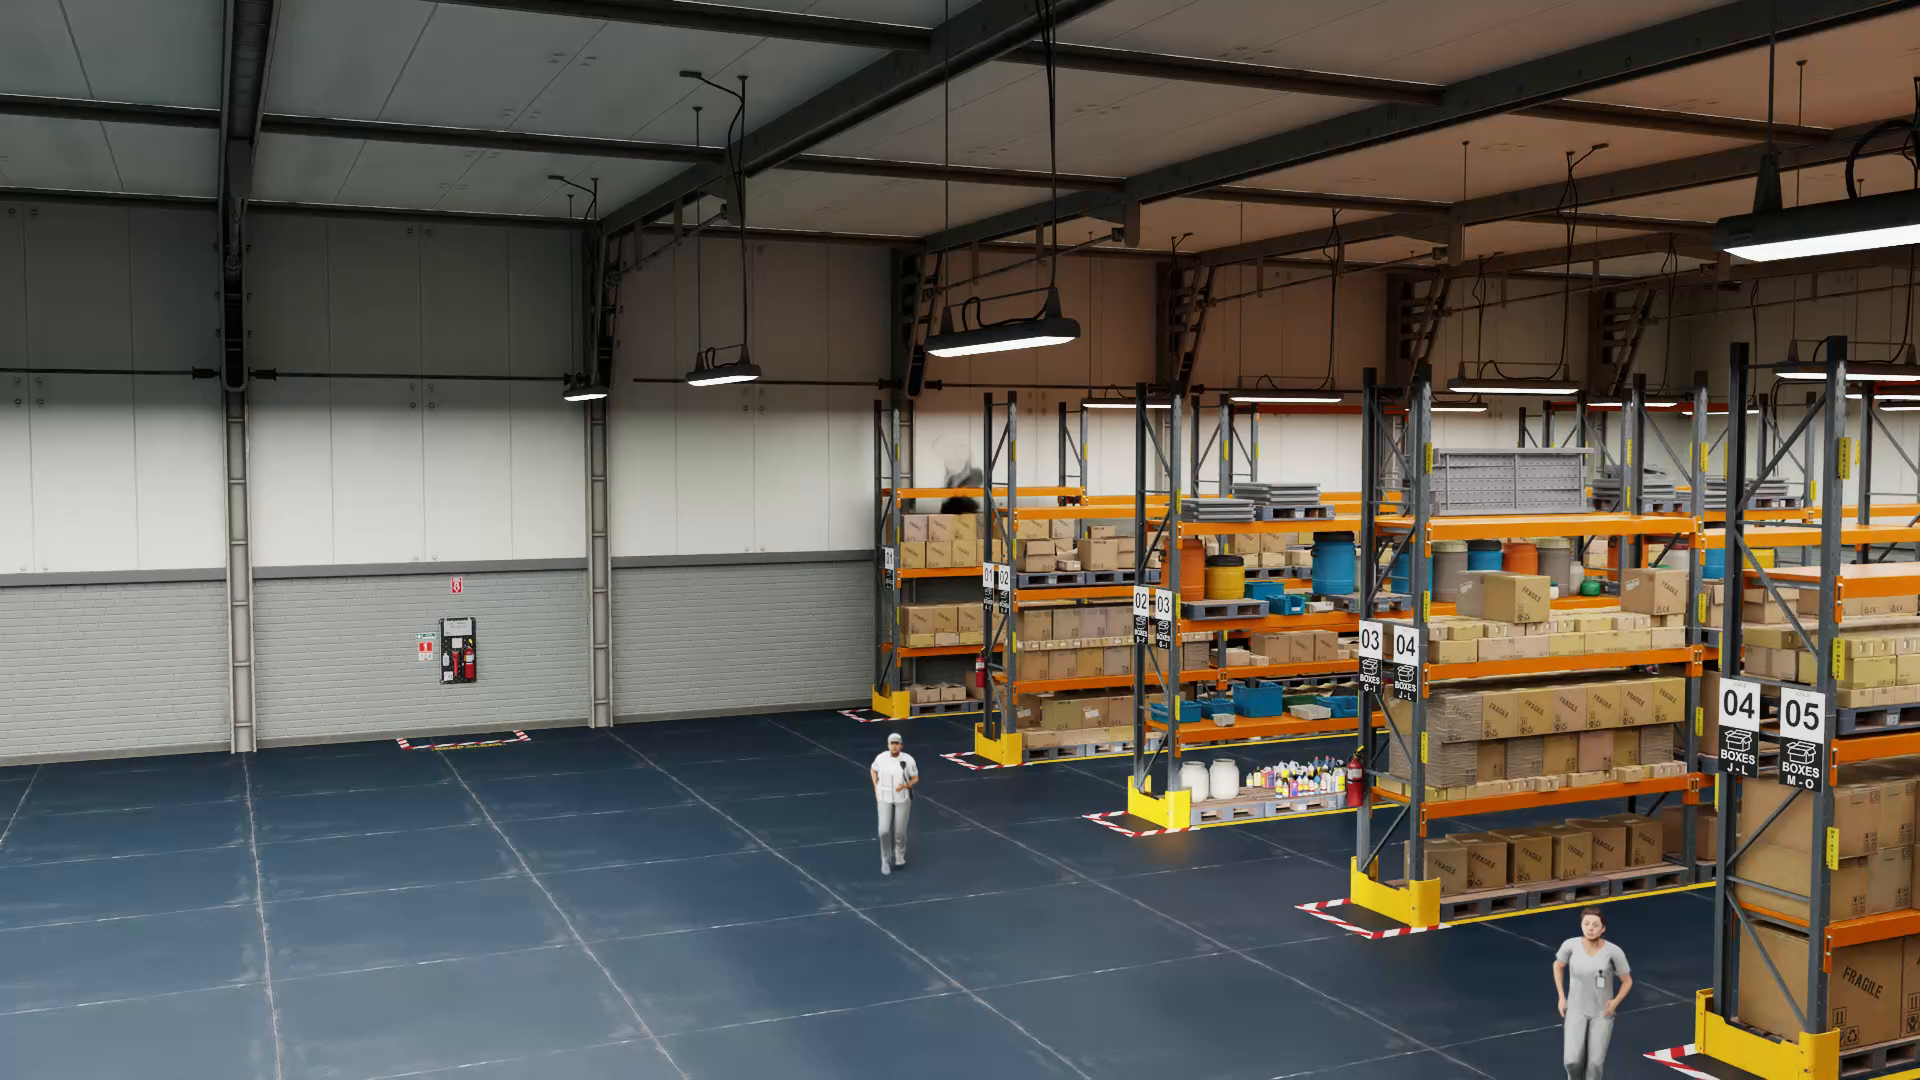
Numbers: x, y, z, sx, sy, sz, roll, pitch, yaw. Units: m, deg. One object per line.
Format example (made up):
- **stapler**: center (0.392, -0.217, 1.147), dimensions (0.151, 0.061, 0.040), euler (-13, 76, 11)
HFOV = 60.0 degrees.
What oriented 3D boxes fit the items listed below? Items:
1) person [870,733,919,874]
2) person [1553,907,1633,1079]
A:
- **person**: center (-0.795, 3.190, 20.090), dimensions (0.595, 1.731, 0.637), euler (0, 3, 1)
- **person**: center (4.807, 3.609, 12.666), dimensions (0.577, 1.639, 0.552), euler (1, 4, 24)
